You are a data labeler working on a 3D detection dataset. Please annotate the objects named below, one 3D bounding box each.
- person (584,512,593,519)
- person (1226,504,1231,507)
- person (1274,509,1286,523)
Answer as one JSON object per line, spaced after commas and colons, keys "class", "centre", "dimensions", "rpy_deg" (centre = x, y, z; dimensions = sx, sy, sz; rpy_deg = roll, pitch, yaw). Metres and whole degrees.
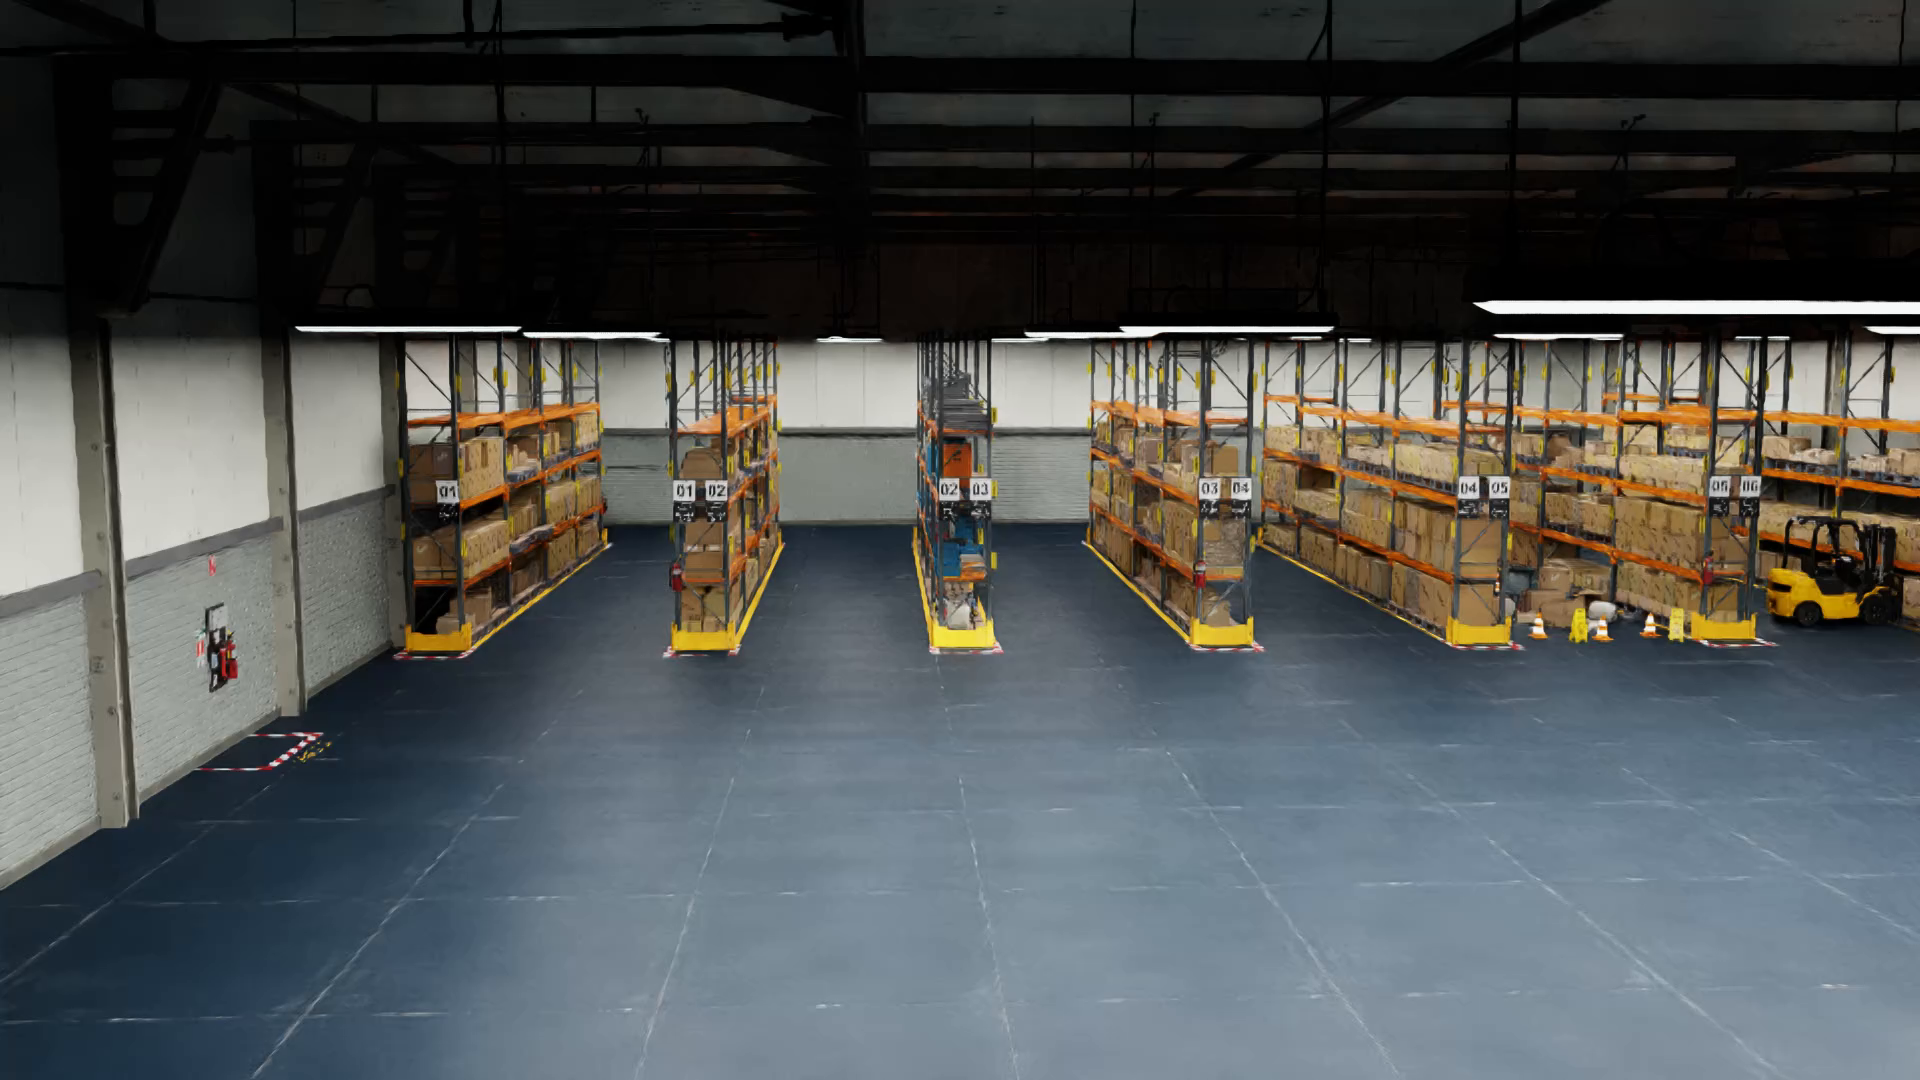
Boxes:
{"class": "person", "centre": [-11.035, -0.786, 48.410], "dimensions": [0.516, 1.640, 0.682], "rpy_deg": [6, 9, 42]}
{"class": "person", "centre": [7.479, -0.573, 46.466], "dimensions": [0.663, 1.674, 0.534], "rpy_deg": [-1, 7, -5]}
{"class": "person", "centre": [9.628, -0.897, 49.514], "dimensions": [0.465, 1.599, 0.509], "rpy_deg": [-5, 8, -34]}
